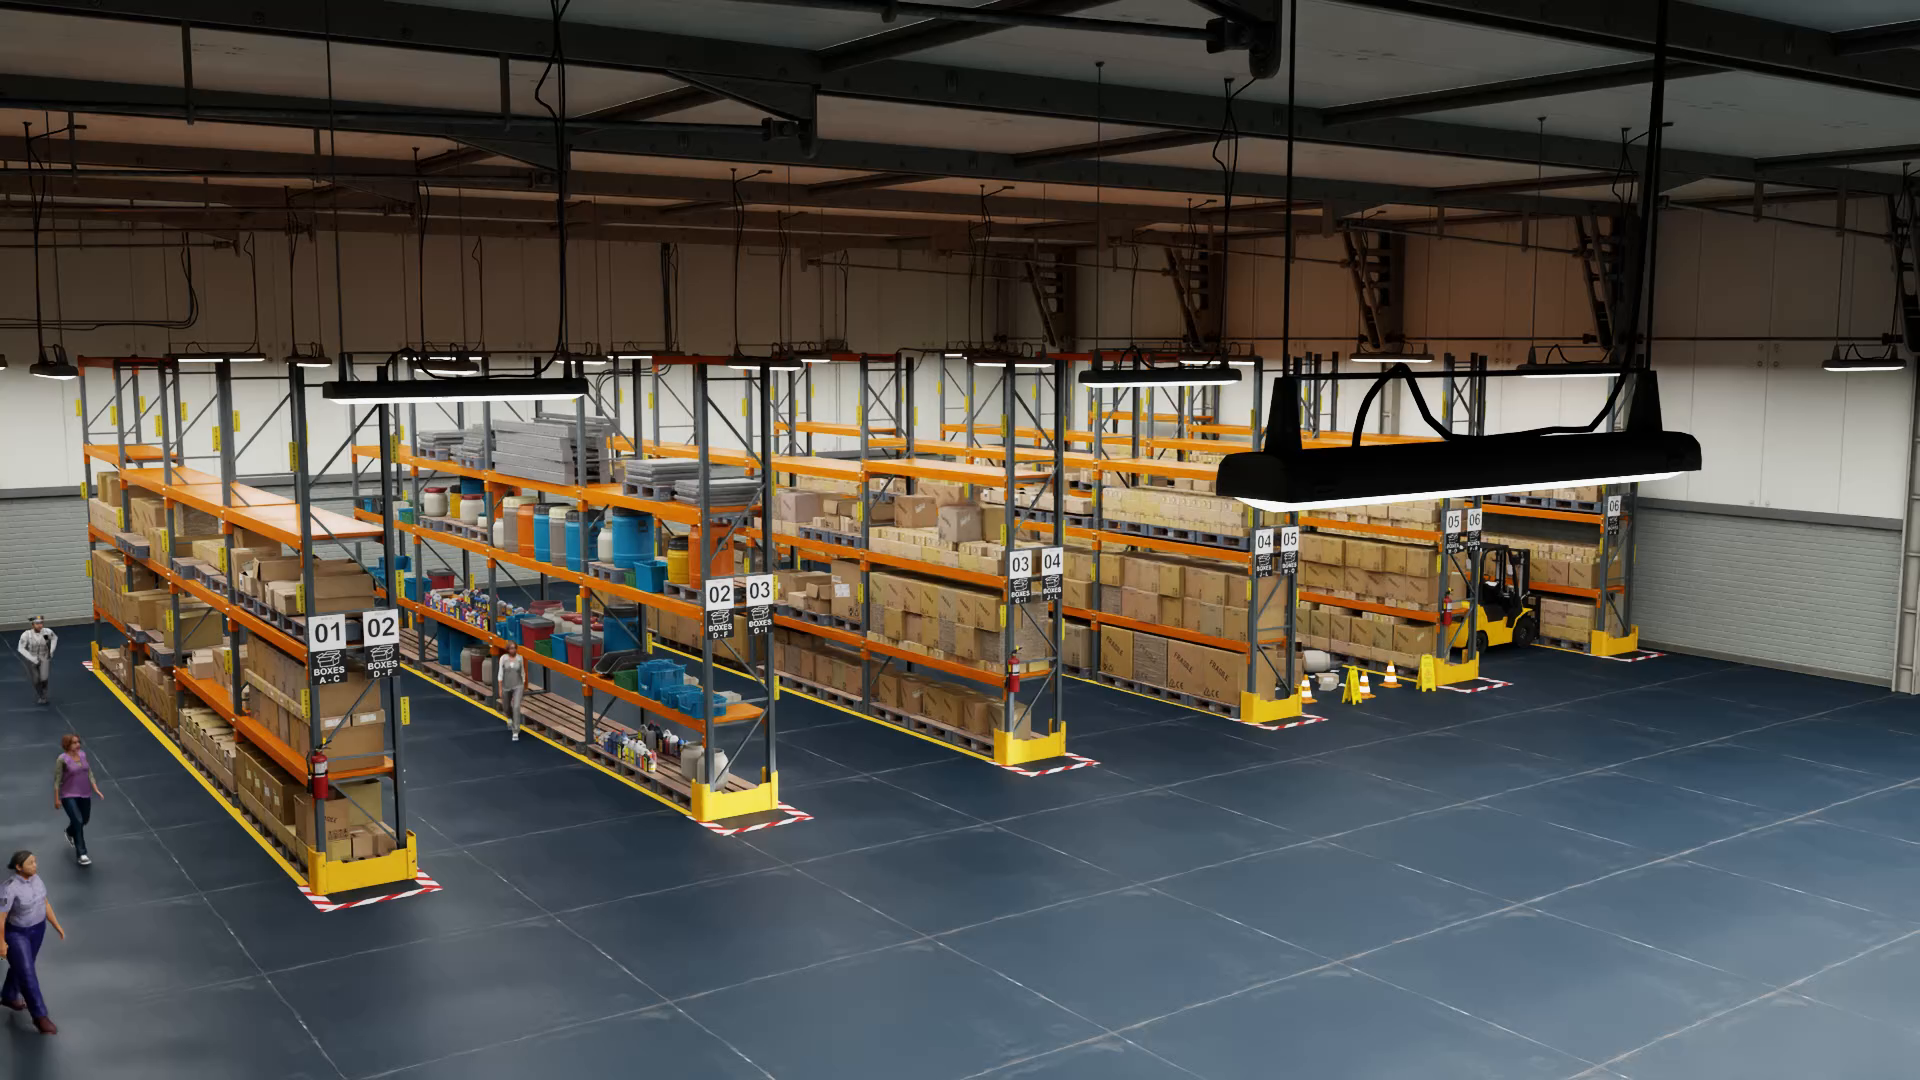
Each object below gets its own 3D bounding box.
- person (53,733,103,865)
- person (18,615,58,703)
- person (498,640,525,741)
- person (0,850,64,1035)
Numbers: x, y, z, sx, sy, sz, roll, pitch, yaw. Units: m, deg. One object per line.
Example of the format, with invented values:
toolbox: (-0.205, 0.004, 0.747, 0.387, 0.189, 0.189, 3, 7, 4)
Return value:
person: (-10.750, 3.096, 20.211, 0.899, 1.555, 0.496, 5, 9, 38)
person: (-15.938, 2.059, 28.775, 0.582, 1.599, 0.701, -3, 8, -24)
person: (-7.106, 2.342, 26.404, 0.403, 1.554, 0.868, -1, 7, -8)
person: (-8.650, 3.670, 15.414, 0.942, 1.632, 0.552, 3, 7, 22)
